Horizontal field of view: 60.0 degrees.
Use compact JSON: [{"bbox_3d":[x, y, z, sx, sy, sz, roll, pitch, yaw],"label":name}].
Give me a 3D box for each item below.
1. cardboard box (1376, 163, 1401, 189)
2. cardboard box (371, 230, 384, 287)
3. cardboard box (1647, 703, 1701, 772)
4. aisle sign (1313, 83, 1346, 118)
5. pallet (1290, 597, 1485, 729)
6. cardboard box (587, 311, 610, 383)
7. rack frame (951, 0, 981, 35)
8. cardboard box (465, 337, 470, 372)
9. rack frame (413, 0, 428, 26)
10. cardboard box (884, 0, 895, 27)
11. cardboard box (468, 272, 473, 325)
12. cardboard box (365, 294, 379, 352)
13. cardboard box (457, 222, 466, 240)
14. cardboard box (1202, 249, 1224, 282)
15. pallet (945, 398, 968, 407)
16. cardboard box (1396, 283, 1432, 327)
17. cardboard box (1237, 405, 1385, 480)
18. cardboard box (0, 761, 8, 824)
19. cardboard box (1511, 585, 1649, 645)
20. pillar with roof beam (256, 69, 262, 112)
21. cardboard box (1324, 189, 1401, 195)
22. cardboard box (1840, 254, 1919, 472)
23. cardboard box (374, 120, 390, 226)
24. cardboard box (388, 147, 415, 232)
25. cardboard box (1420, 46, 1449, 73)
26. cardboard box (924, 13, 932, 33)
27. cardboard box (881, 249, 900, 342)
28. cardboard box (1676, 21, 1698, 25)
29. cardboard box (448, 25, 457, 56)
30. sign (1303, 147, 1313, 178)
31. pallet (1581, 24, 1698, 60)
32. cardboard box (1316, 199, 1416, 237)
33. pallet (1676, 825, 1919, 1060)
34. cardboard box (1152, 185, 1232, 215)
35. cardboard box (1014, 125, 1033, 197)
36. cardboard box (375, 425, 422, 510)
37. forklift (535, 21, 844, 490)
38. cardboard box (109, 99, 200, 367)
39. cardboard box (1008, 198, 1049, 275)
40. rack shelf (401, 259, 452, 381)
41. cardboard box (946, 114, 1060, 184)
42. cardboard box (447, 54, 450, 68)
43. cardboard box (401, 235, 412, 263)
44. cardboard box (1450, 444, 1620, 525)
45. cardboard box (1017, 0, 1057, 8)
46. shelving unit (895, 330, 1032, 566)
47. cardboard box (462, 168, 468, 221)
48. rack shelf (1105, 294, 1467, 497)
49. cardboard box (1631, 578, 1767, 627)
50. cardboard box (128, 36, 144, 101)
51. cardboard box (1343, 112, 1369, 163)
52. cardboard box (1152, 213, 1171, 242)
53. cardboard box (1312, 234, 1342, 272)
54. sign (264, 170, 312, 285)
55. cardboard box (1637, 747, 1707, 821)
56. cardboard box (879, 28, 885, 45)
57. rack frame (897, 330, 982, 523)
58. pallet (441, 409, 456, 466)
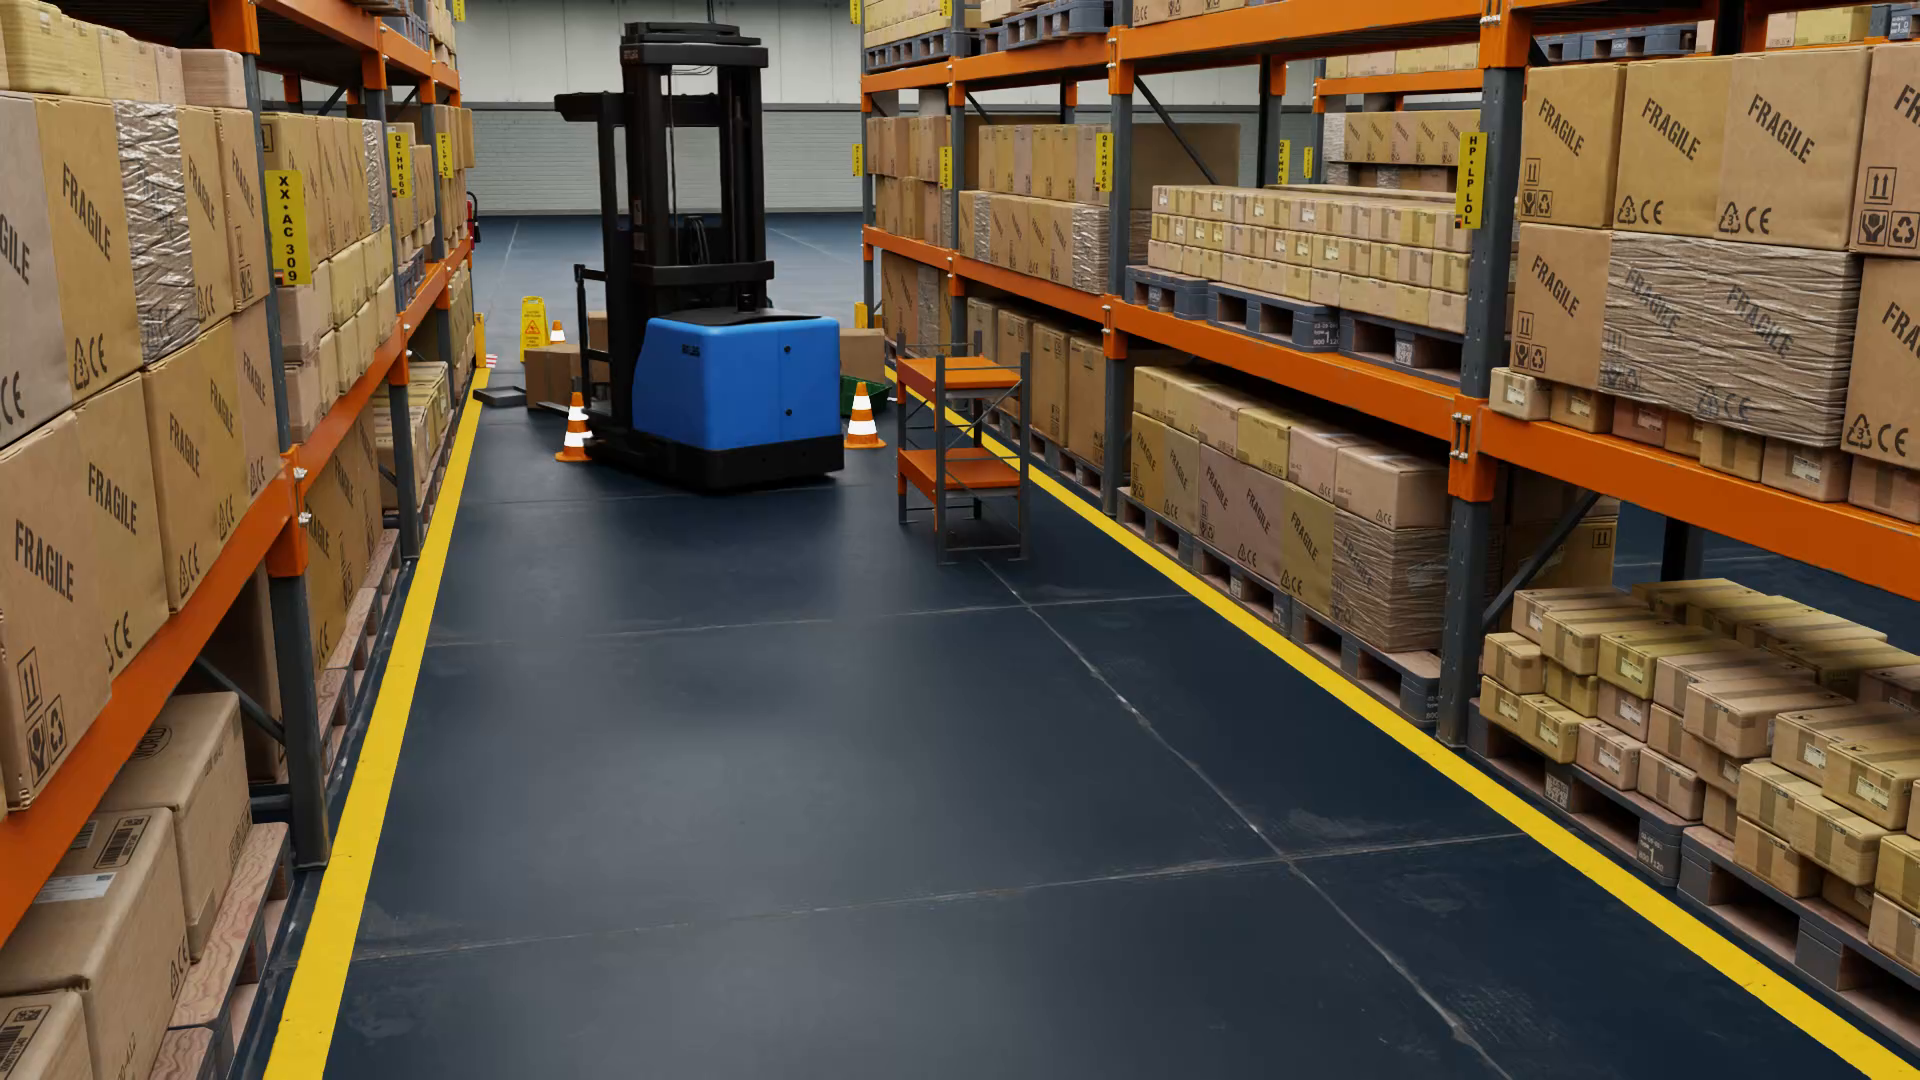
[{"bbox_3d":[4.744,-3.571,16.888,0.875,0.500,0.500,-3,14,-13],"label":"cardboard box"},{"bbox_3d":[-2.938,-1.290,7.648,0.500,0.250,0.500,-4,14,-15],"label":"cardboard box"},{"bbox_3d":[2.379,0.596,5.162,0.380,0.149,0.250,-4,14,-16],"label":"cardboard box"},{"bbox_3d":[4.026,-4.994,18.069,0.394,0.787,0.004,-3,14,-13],"label":"aisle sign"},{"bbox_3d":[2.121,0.463,7.086,1.003,0.211,1.213,-3,14,-13],"label":"pallet"},{"bbox_3d":[-2.639,-1.518,12.990,0.500,0.500,0.500,-3,14,-13],"label":"cardboard box"},{"bbox_3d":[0.426,-5.472,12.862,1.000,3.000,0.127,-3,14,-13],"label":"rack frame"},{"bbox_3d":[-4.607,-1.637,14.717,0.500,0.250,0.500,-4,14,-15],"label":"cardboard box"},{"bbox_3d":[-4.362,-5.172,11.637,1.000,3.000,0.127,-3,14,-13],"label":"rack frame"},{"bbox_3d":[-0.410,-4.902,15.446,0.500,0.250,0.500,-3,14,-14],"label":"cardboard box"},{"bbox_3d":[-4.859,-2.243,15.617,0.500,0.500,0.500,-3,14,-13],"label":"cardboard box"},{"bbox_3d":[-2.813,-0.926,7.214,0.500,0.250,0.500,-3,14,-14],"label":"cardboard box"},{"bbox_3d":[-4.709,-2.814,15.155,0.380,0.149,0.250,-3,14,-12],"label":"cardboard box"},{"bbox_3d":[1.466,-1.416,8.546,0.380,0.149,0.250,-3,14,-11],"label":"cardboard box"},{"bbox_3d":[0.324,-1.382,14.641,1.003,0.211,1.213,-3,14,-13],"label":"pallet"},{"bbox_3d":[1.958,-0.934,6.575,0.380,0.149,0.250,-3,14,-13],"label":"cardboard box"},{"bbox_3d":[1.639,-0.464,7.808,0.500,0.250,0.500,-4,14,-16],"label":"cardboard box"},{"bbox_3d":[-1.523,0.220,1.996,0.500,0.500,0.500,-3,14,-14],"label":"cardboard box"},{"bbox_3d":[2.185,0.271,5.865,0.380,0.149,0.250,-3,14,-11],"label":"cardboard box"},{"bbox_3d":[-13.699,-12.767,42.725,9.100,9.000,0.400,-3,14,-13],"label":"pillar with roof beam"},{"bbox_3d":[2.111,-1.738,8.612,0.380,0.149,0.250,-3,14,-12],"label":"cardboard box"},{"bbox_3d":[2.537,-0.422,3.999,0.500,0.500,0.500,-3,14,-10],"label":"cardboard box"},{"bbox_3d":[-3.047,-1.765,8.013,0.500,0.500,0.500,-4,14,-15],"label":"cardboard box"},{"bbox_3d":[-3.563,-2.091,9.943,0.500,0.500,0.500,-3,14,-12],"label":"cardboard box"},{"bbox_3d":[4.673,-4.524,15.618,0.500,0.250,0.500,-3,14,-14],"label":"cardboard box"},{"bbox_3d":[-0.092,-4.329,13.939,0.380,0.149,0.250,-3,14,-12],"label":"cardboard box"},{"bbox_3d":[-0.290,-2.499,16.928,0.875,0.875,0.875,-3,14,-13],"label":"cardboard box"},{"bbox_3d":[5.507,-4.190,12.836,0.797,0.503,0.637,-3,14,-11],"label":"cardboard box"},{"bbox_3d":[-4.919,-4.607,15.331,0.500,0.250,0.500,-3,14,-14],"label":"cardboard box"},{"bbox_3d":[3.804,-4.123,18.161,0.100,0.325,0.005,-3,14,-13],"label":"sign"},{"bbox_3d":[5.559,-3.789,12.691,1.213,0.211,1.003,-3,14,-13],"label":"pallet"},{"bbox_3d":[1.782,-1.404,7.243,0.380,0.149,0.250,-4,14,-15],"label":"cardboard box"},{"bbox_3d":[2.787,1.078,4.571,1.003,0.211,1.213,-3,14,-13],"label":"pallet"},{"bbox_3d":[1.287,-1.887,9.222,0.380,0.149,0.250,-3,14,-13],"label":"cardboard box"},{"bbox_3d":[0.790,-2.742,12.013,0.700,0.500,0.500,-3,14,-13],"label":"cardboard box"},{"bbox_3d":[-3.545,-0.394,9.370,0.950,0.372,0.625,-4,14,-17],"label":"cardboard box"},{"bbox_3d":[-2.077,-2.031,11.565,1.130,2.935,3.031,-11,17,-37],"label":"forklift"},{"bbox_3d":[-1.864,-0.619,3.323,0.500,0.500,0.500,-3,14,-12],"label":"cardboard box"},{"bbox_3d":[0.641,-2.120,11.575,0.500,0.500,0.500,-3,14,-12],"label":"cardboard box"},{"bbox_3d":[-3.892,-1.447,10.546,1.077,0.370,4.000,-3,14,-13],"label":"rack shelf"},{"bbox_3d":[0.373,-3.242,13.784,0.875,0.550,0.550,-3,14,-13],"label":"cardboard box"},{"bbox_3d":[-4.826,-4.330,15.041,0.380,0.149,0.250,-3,14,-11],"label":"cardboard box"},{"bbox_3d":[-3.416,-1.700,9.709,0.380,0.149,0.250,-3,14,-13],"label":"cardboard box"},{"bbox_3d":[2.388,-0.251,6.936,0.500,0.250,0.500,-4,14,-16],"label":"cardboard box"},{"bbox_3d":[0.685,-3.778,10.945,0.500,0.500,0.500,-3,14,-13],"label":"cardboard box"},{"bbox_3d":[0.002,-0.545,9.287,0.538,1.125,1.048,-3,14,-13],"label":"shelving unit"},{"bbox_3d":[-4.906,-3.264,15.630,0.500,0.500,0.500,-4,14,-14],"label":"cardboard box"},{"bbox_3d":[1.835,-0.824,7.994,1.077,0.370,4.000,-3,14,-13],"label":"rack shelf"},{"bbox_3d":[2.642,0.248,5.961,0.380,0.149,0.250,-3,14,-12],"label":"cardboard box"},{"bbox_3d":[-2.019,-1.026,3.623,0.380,0.149,0.250,-3,14,-14],"label":"cardboard box"},{"bbox_3d":[4.307,-4.154,17.166,0.500,0.500,0.500,-3,14,-13],"label":"cardboard box"},{"bbox_3d":[1.284,-1.738,9.240,0.380,0.149,0.250,-3,14,-11],"label":"cardboard box"},{"bbox_3d":[1.773,-1.260,7.282,0.380,0.149,0.250,-4,14,-16],"label":"cardboard box"},{"bbox_3d":[-1.944,-0.903,4.811,0.100,0.325,0.005,-3,14,-13],"label":"sign"},{"bbox_3d":[2.358,0.743,5.189,0.380,0.149,0.250,-4,14,-14],"label":"cardboard box"},{"bbox_3d":[-0.566,-4.796,15.850,0.380,0.149,0.250,-3,14,-13],"label":"cardboard box"},{"bbox_3d":[-0.118,-0.662,9.767,0.500,1.125,0.032,-3,14,-13],"label":"rack frame"},{"bbox_3d":[-4.177,-0.724,11.945,1.003,0.211,1.213,-3,14,-13],"label":"pallet"}]
